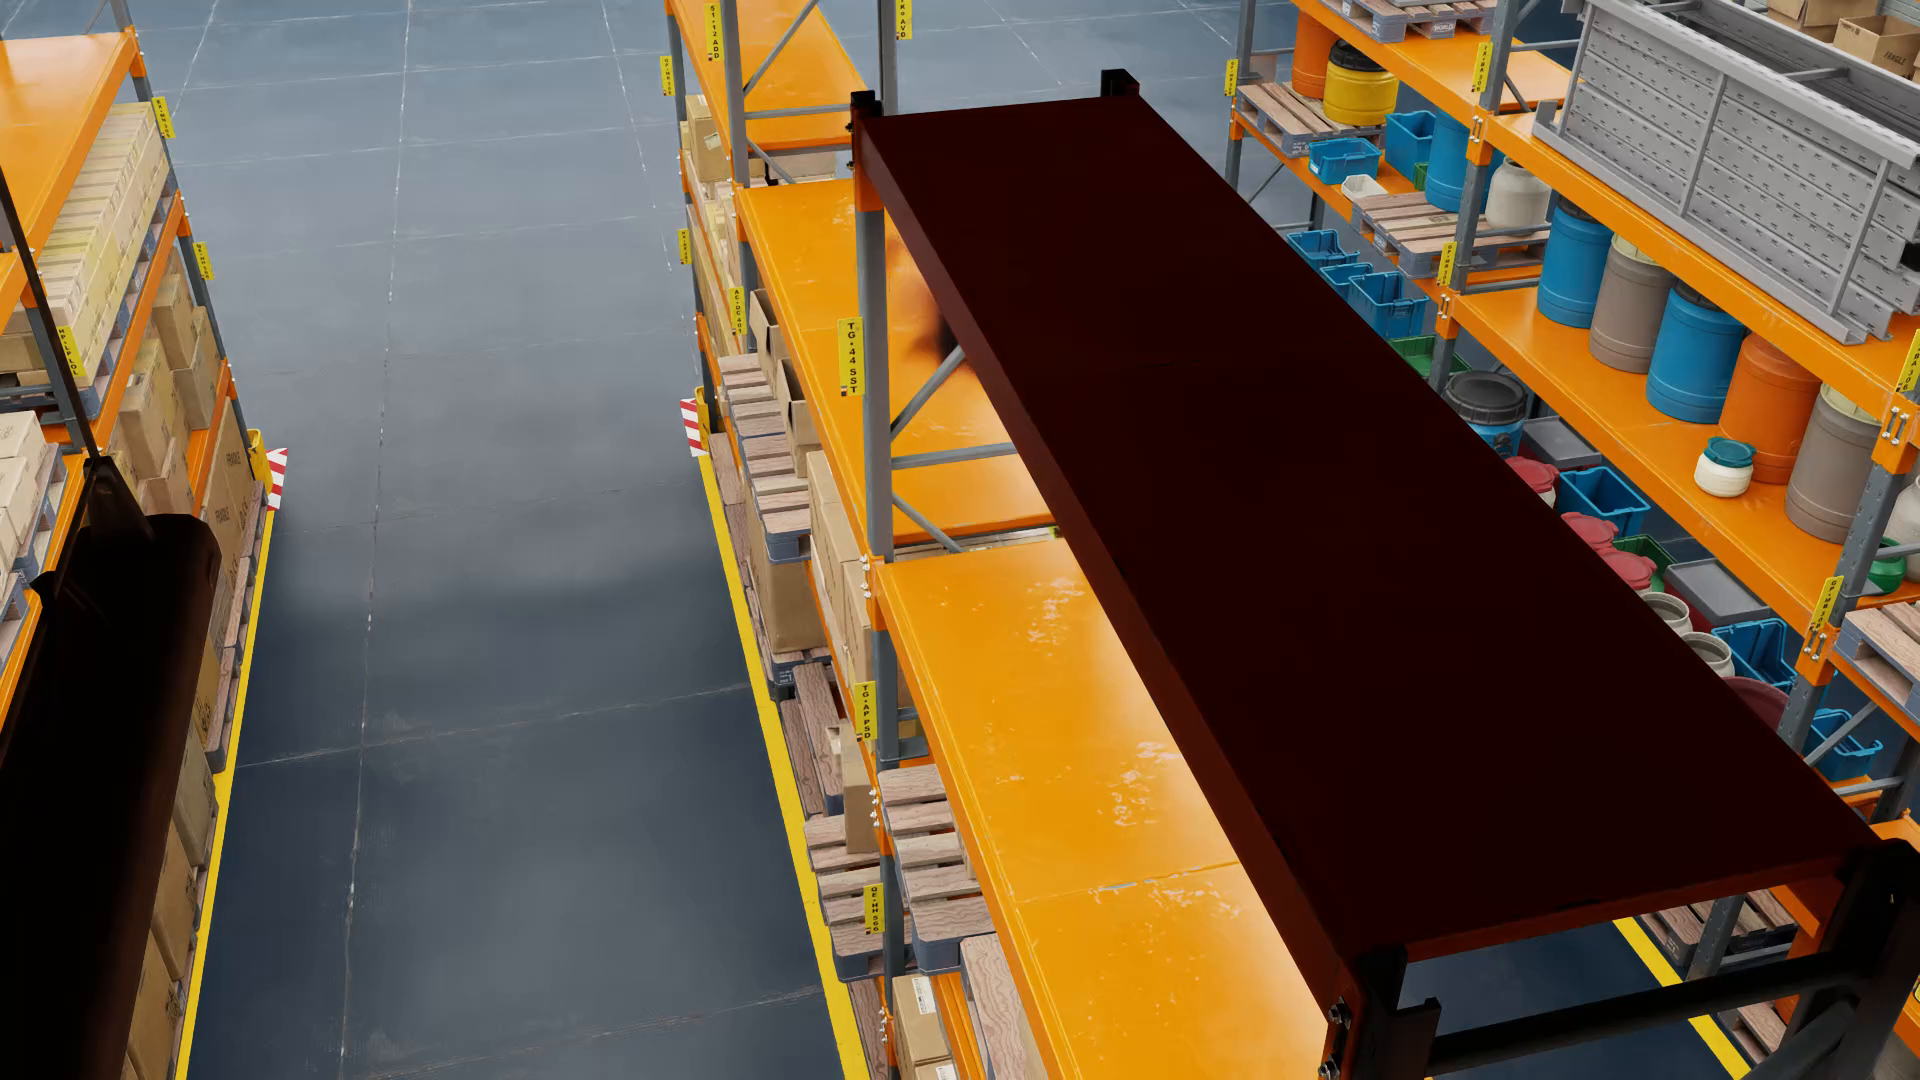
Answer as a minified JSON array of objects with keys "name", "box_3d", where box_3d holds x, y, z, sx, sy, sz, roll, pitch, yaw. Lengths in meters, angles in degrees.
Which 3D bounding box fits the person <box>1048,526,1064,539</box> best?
[{"name":"person","box_3d":[0.529,0.165,12.358,0.700,1.702,0.563,-13,36,-18]}]
